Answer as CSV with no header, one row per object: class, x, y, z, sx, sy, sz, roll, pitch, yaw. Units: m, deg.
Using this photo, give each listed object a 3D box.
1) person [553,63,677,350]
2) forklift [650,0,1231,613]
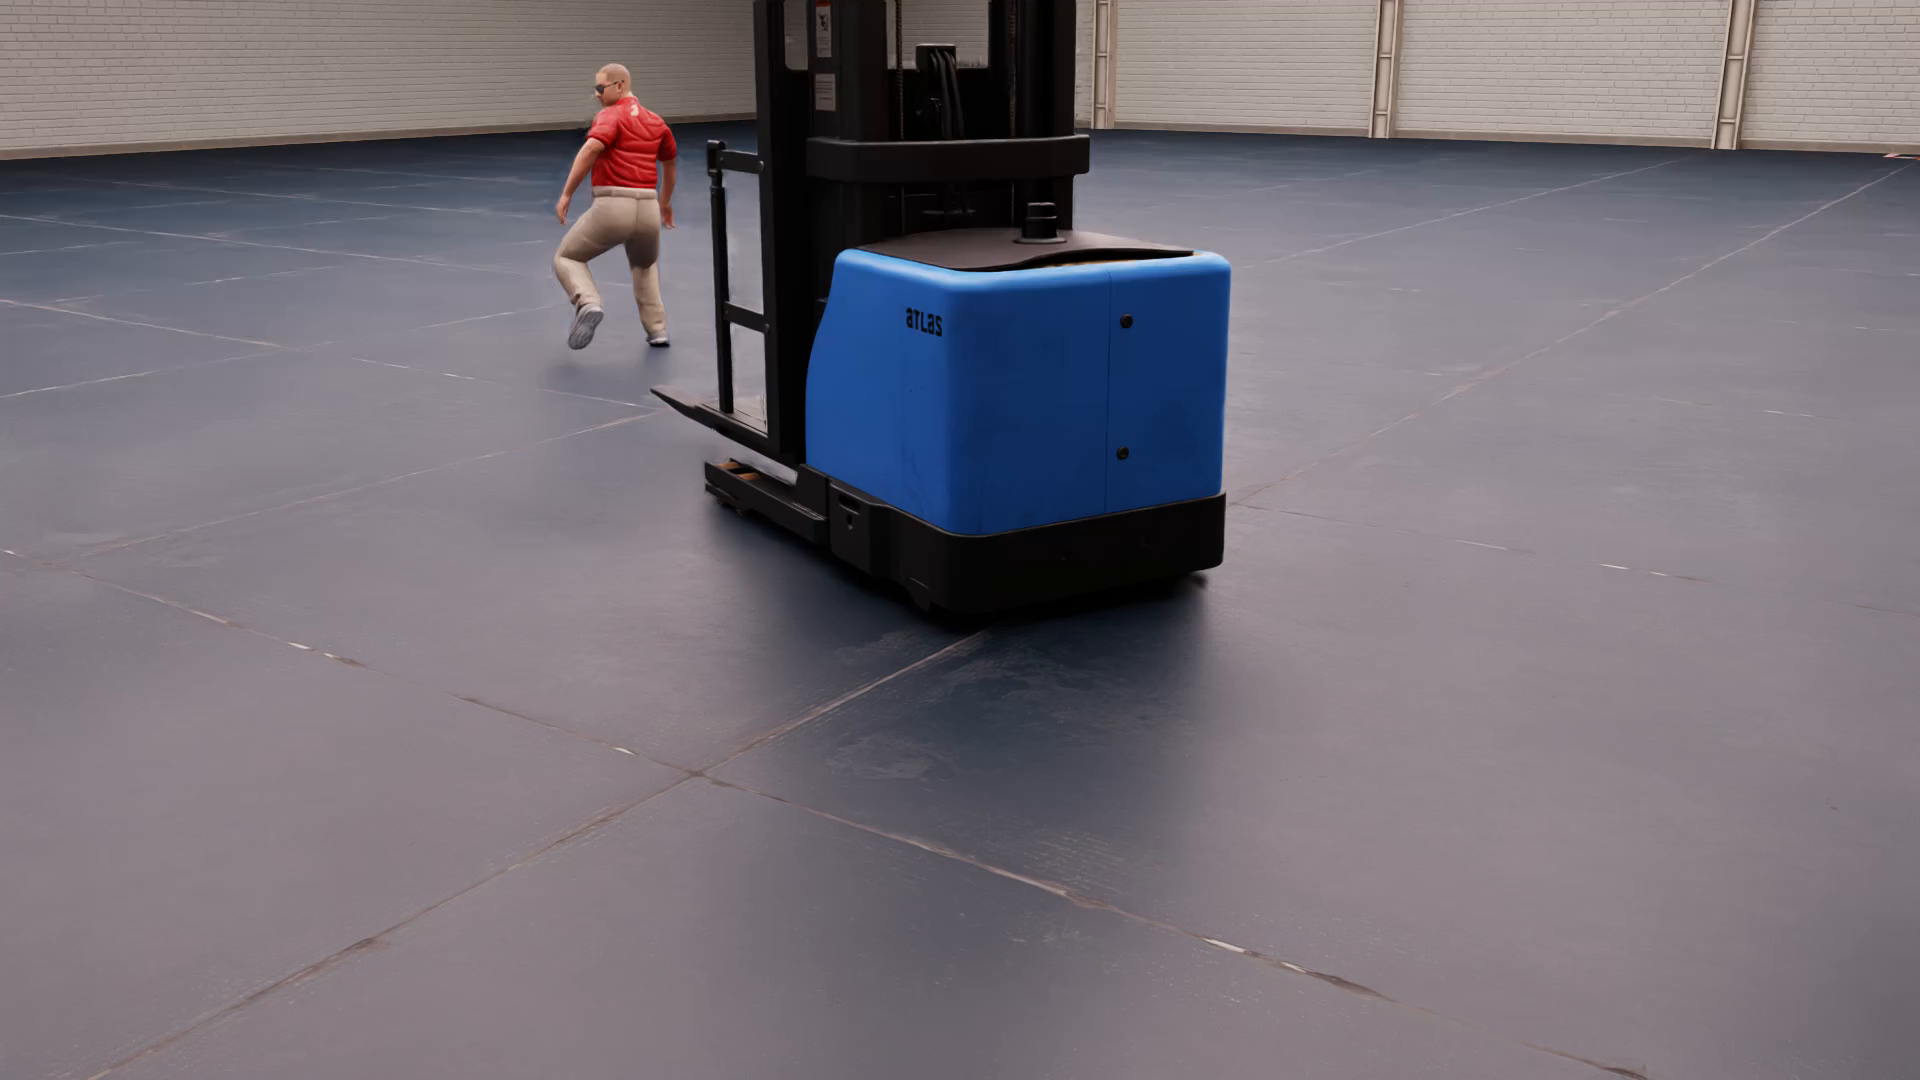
person,-1.945,-1.878,9.487,0.949,1.616,0.529,-15,22,-41
forklift,-0.326,-1.554,6.028,1.130,2.935,3.031,-10,19,-30
